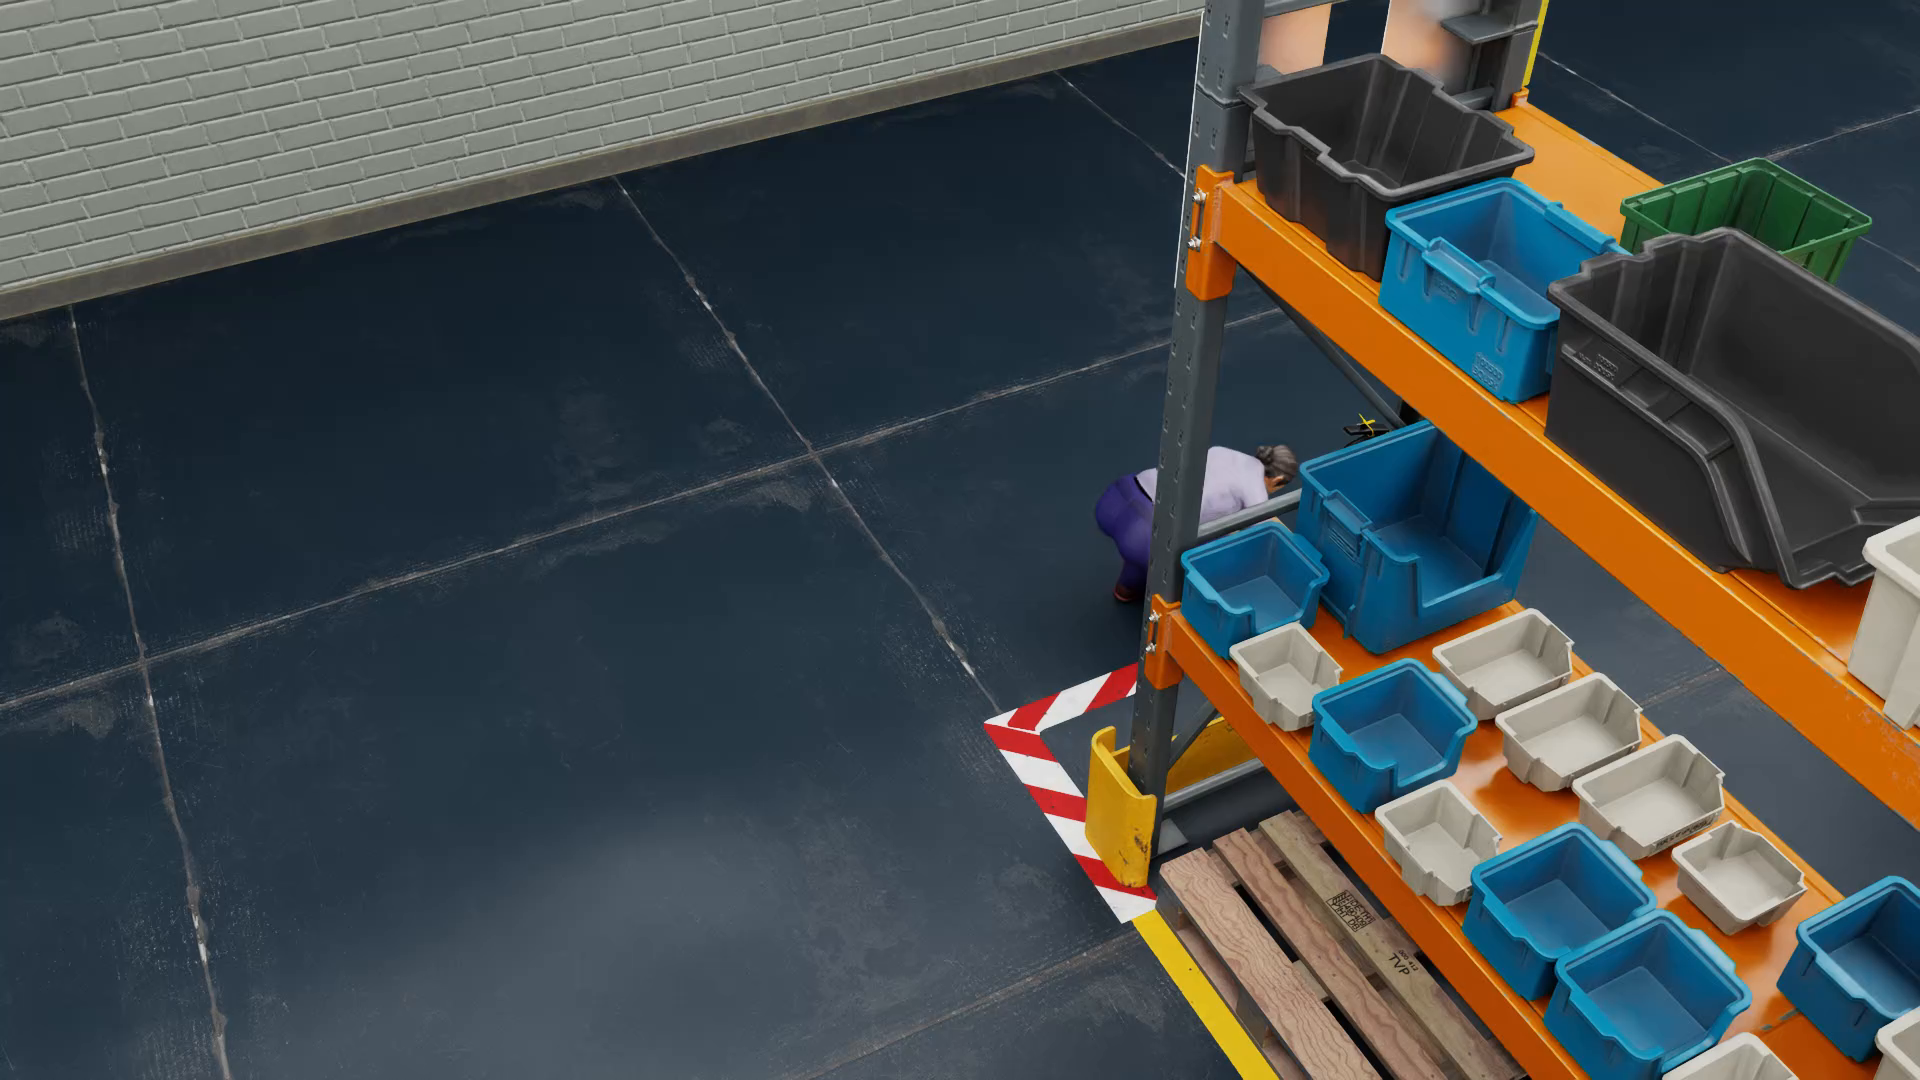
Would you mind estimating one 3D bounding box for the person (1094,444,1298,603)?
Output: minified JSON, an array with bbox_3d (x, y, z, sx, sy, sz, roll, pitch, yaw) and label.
[{"bbox_3d":[0.987,-0.018,6.882,0.905,0.763,0.516,-18,45,-19],"label":"person"}]
